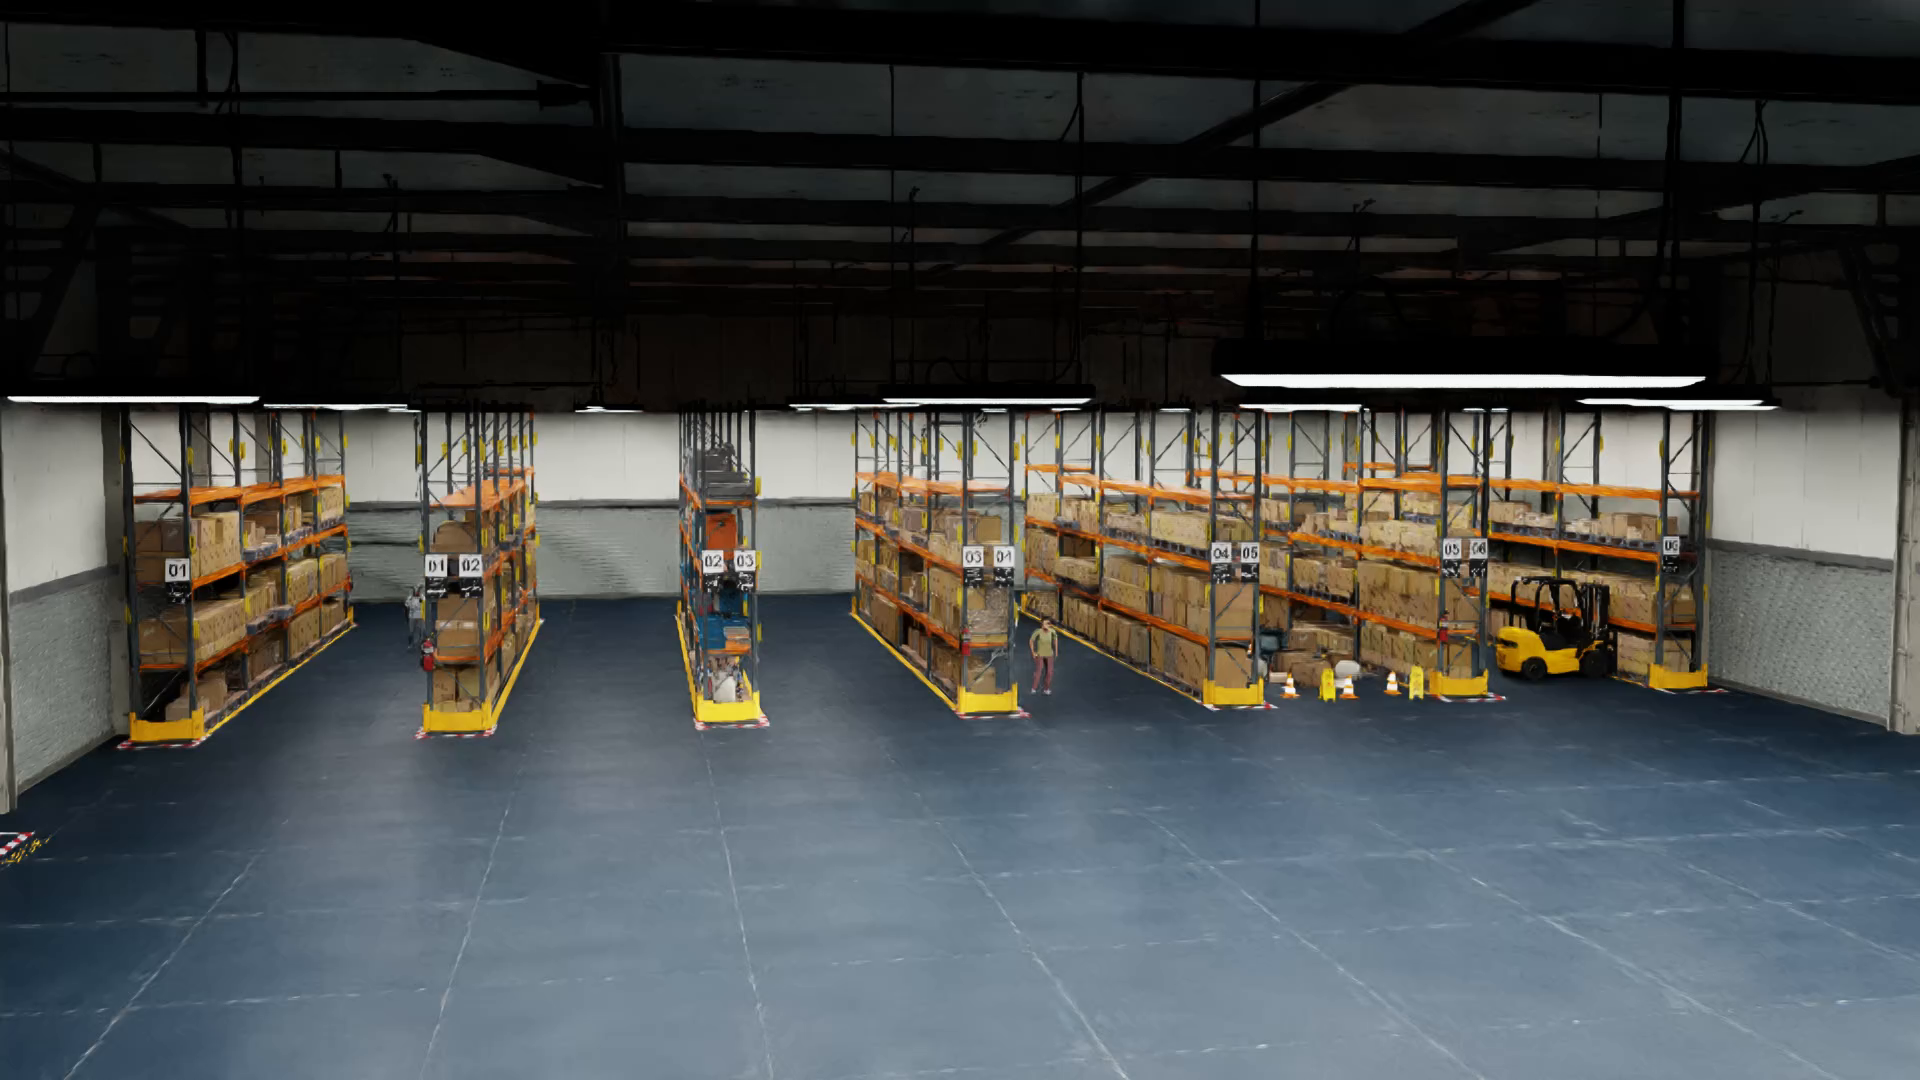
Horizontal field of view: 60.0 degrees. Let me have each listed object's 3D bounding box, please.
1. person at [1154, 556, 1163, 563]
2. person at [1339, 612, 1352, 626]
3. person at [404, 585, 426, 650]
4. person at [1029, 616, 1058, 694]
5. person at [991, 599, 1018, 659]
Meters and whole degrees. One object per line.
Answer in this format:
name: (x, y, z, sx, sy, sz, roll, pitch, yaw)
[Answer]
person: (5.799, 1.134, 49.085, 0.591, 1.744, 0.669, 1, 4, 10)
person: (10.058, 1.558, 43.636, 0.502, 1.731, 0.588, 2, 5, 19)
person: (-13.166, 1.875, 40.328, 0.593, 1.629, 0.522, -1, 4, -13)
person: (1.714, 2.353, 34.049, 0.598, 1.619, 0.507, -1, 4, -13)
person: (1.019, 1.938, 38.792, 0.702, 1.735, 0.549, -1, 4, -12)
